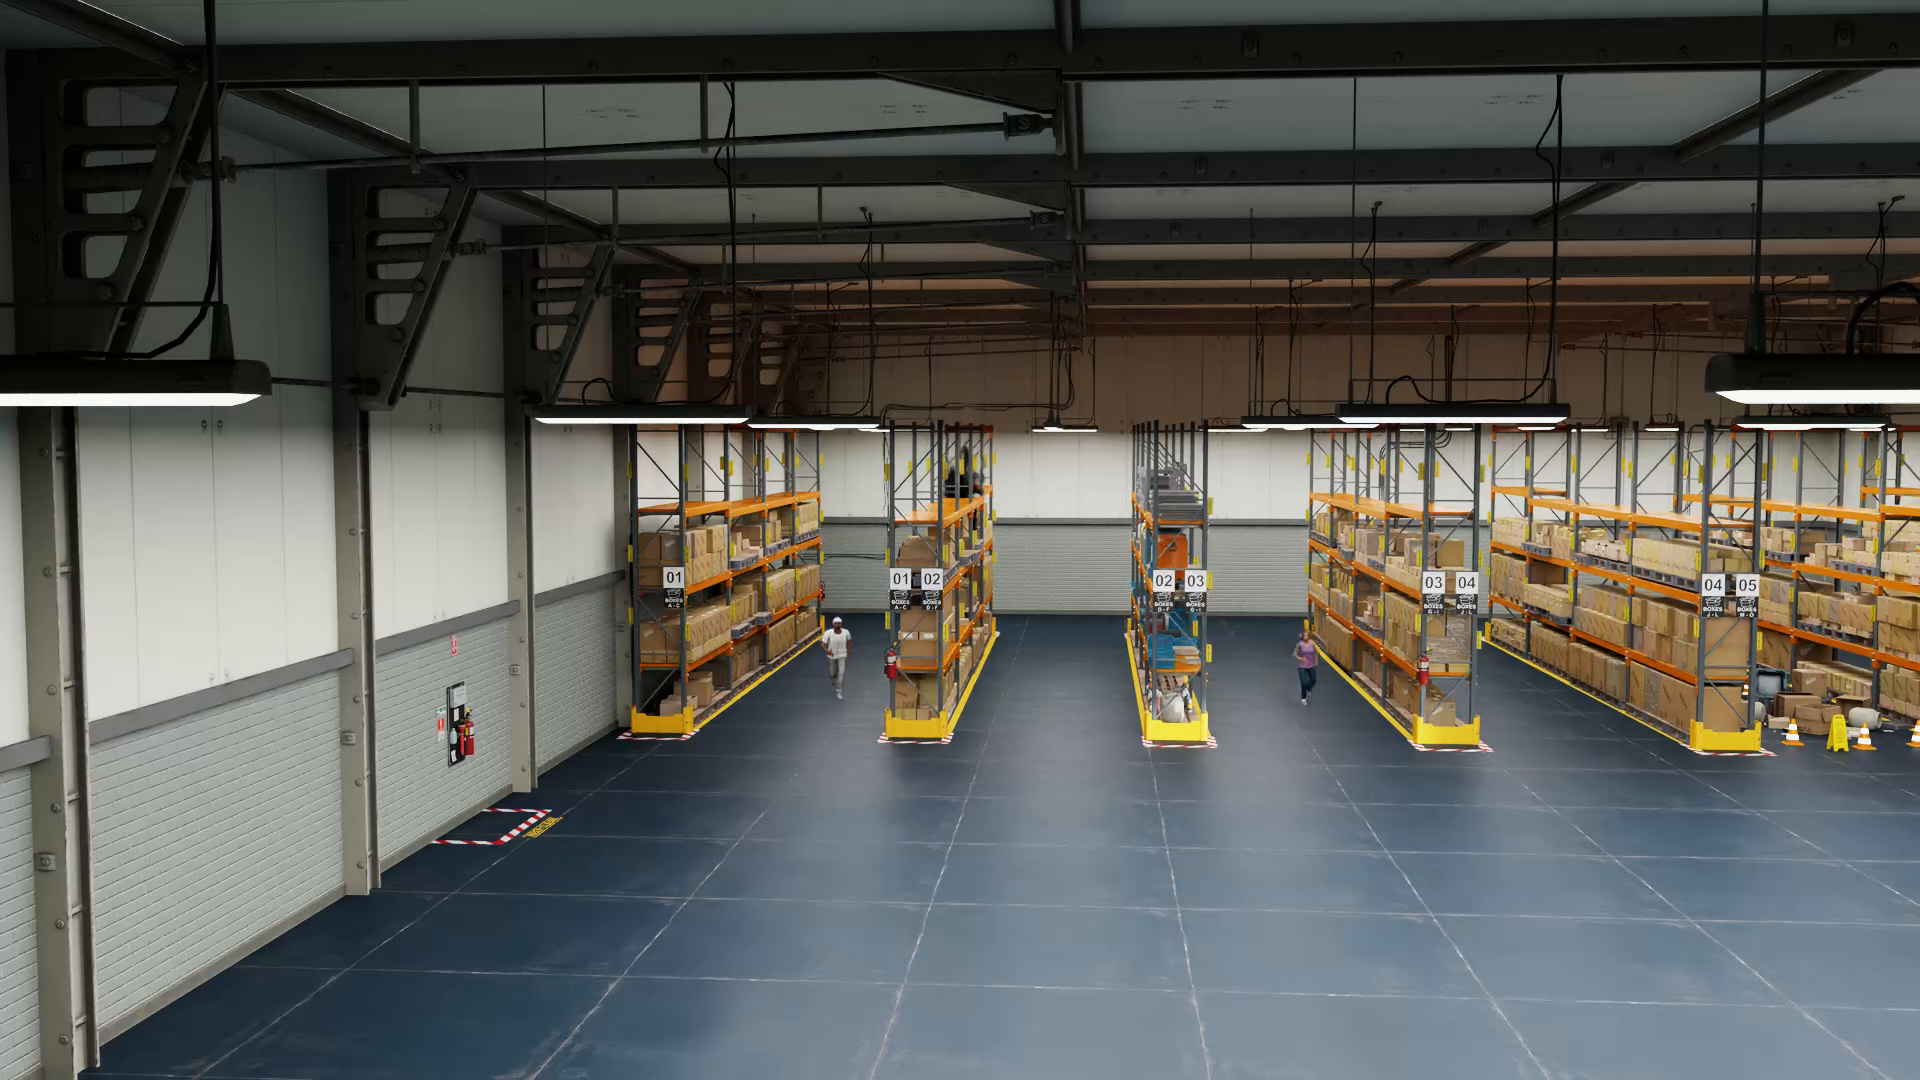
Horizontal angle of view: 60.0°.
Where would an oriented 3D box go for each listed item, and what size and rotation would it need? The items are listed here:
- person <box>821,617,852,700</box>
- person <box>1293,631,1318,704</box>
[{"bbox_3d":[-2.705,2.566,36.420,0.672,1.757,1.090,0,4,-4],"label":"person"},{"bbox_3d":[7.344,2.710,35.209,0.590,1.569,0.520,0,4,-5],"label":"person"}]
